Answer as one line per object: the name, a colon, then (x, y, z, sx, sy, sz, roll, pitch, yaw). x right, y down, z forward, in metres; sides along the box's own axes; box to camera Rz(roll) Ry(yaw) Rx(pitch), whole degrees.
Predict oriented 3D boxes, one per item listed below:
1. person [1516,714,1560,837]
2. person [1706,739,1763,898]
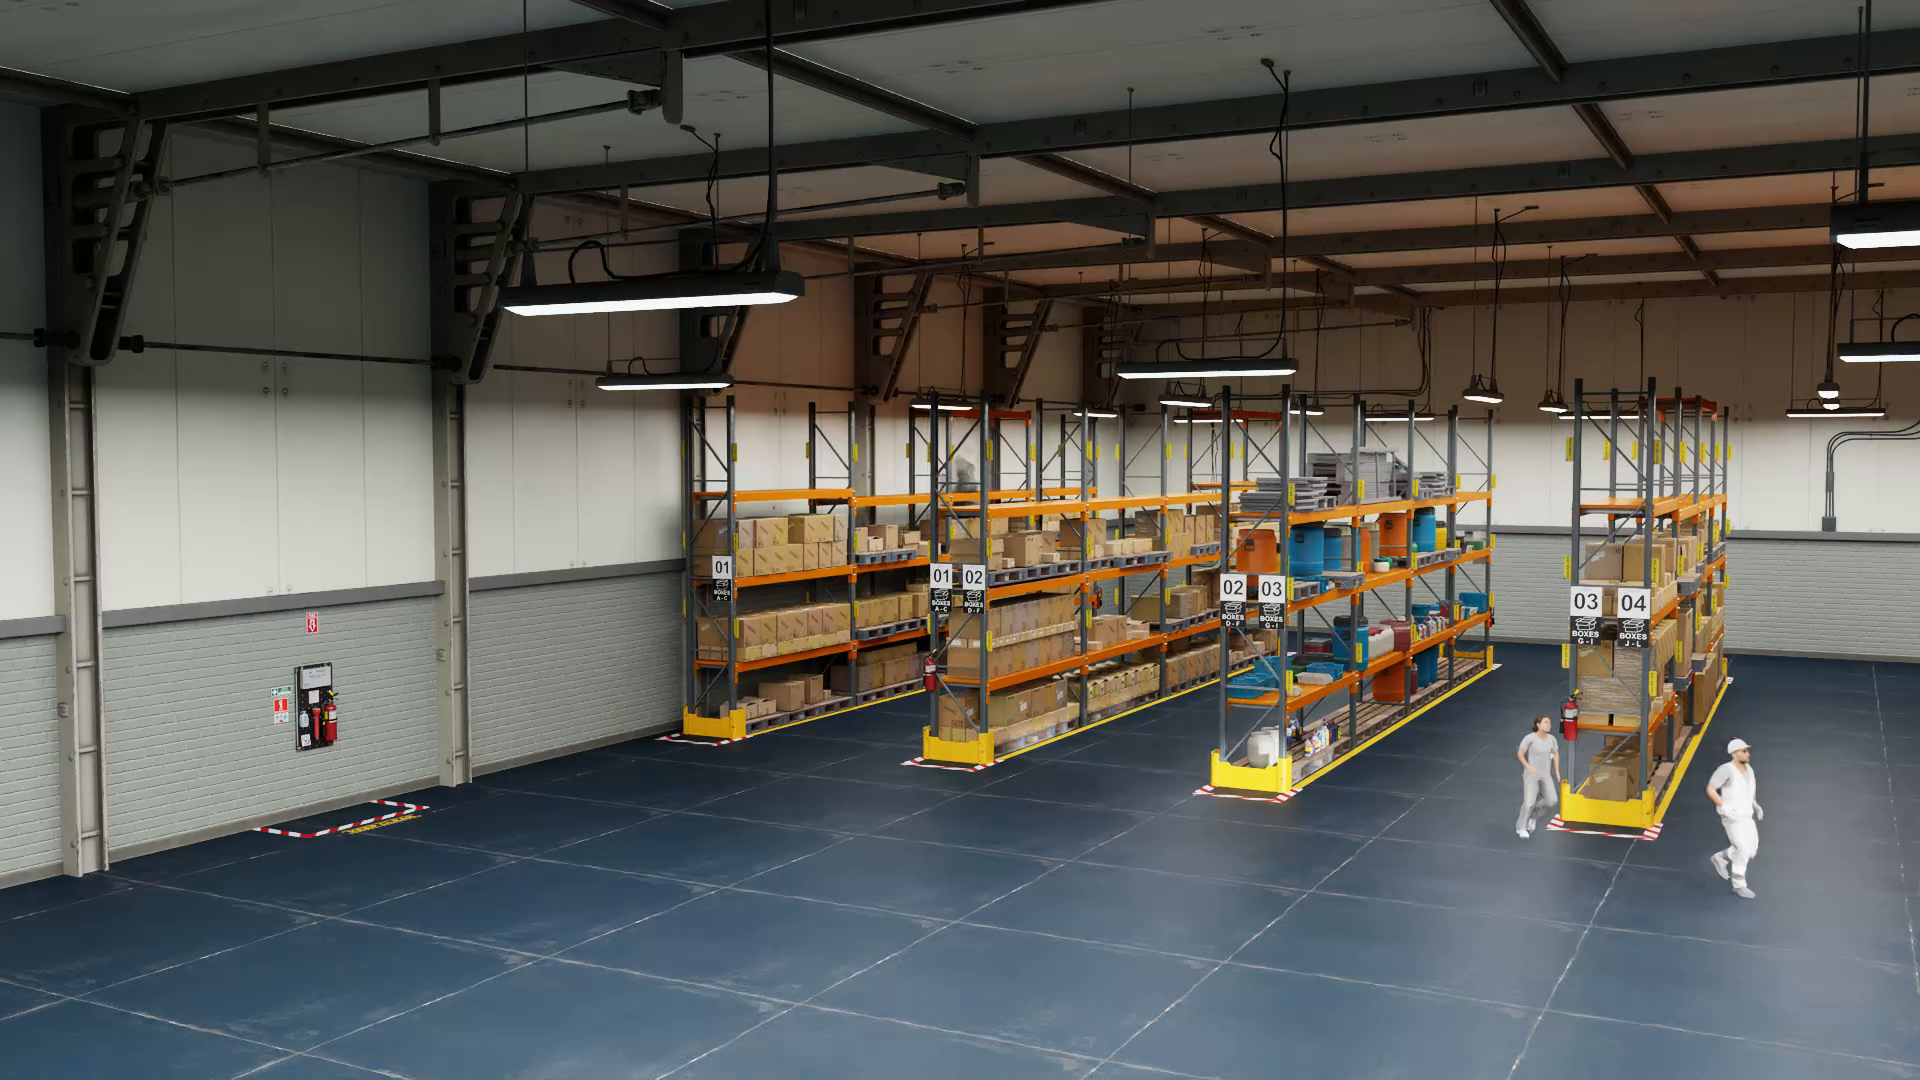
person: (7.544, 3.060, 21.561, 0.617, 1.607, 0.544, 0, 3, -7)
person: (8.788, 3.135, 18.942, 0.679, 1.763, 0.656, -1, 3, -26)
